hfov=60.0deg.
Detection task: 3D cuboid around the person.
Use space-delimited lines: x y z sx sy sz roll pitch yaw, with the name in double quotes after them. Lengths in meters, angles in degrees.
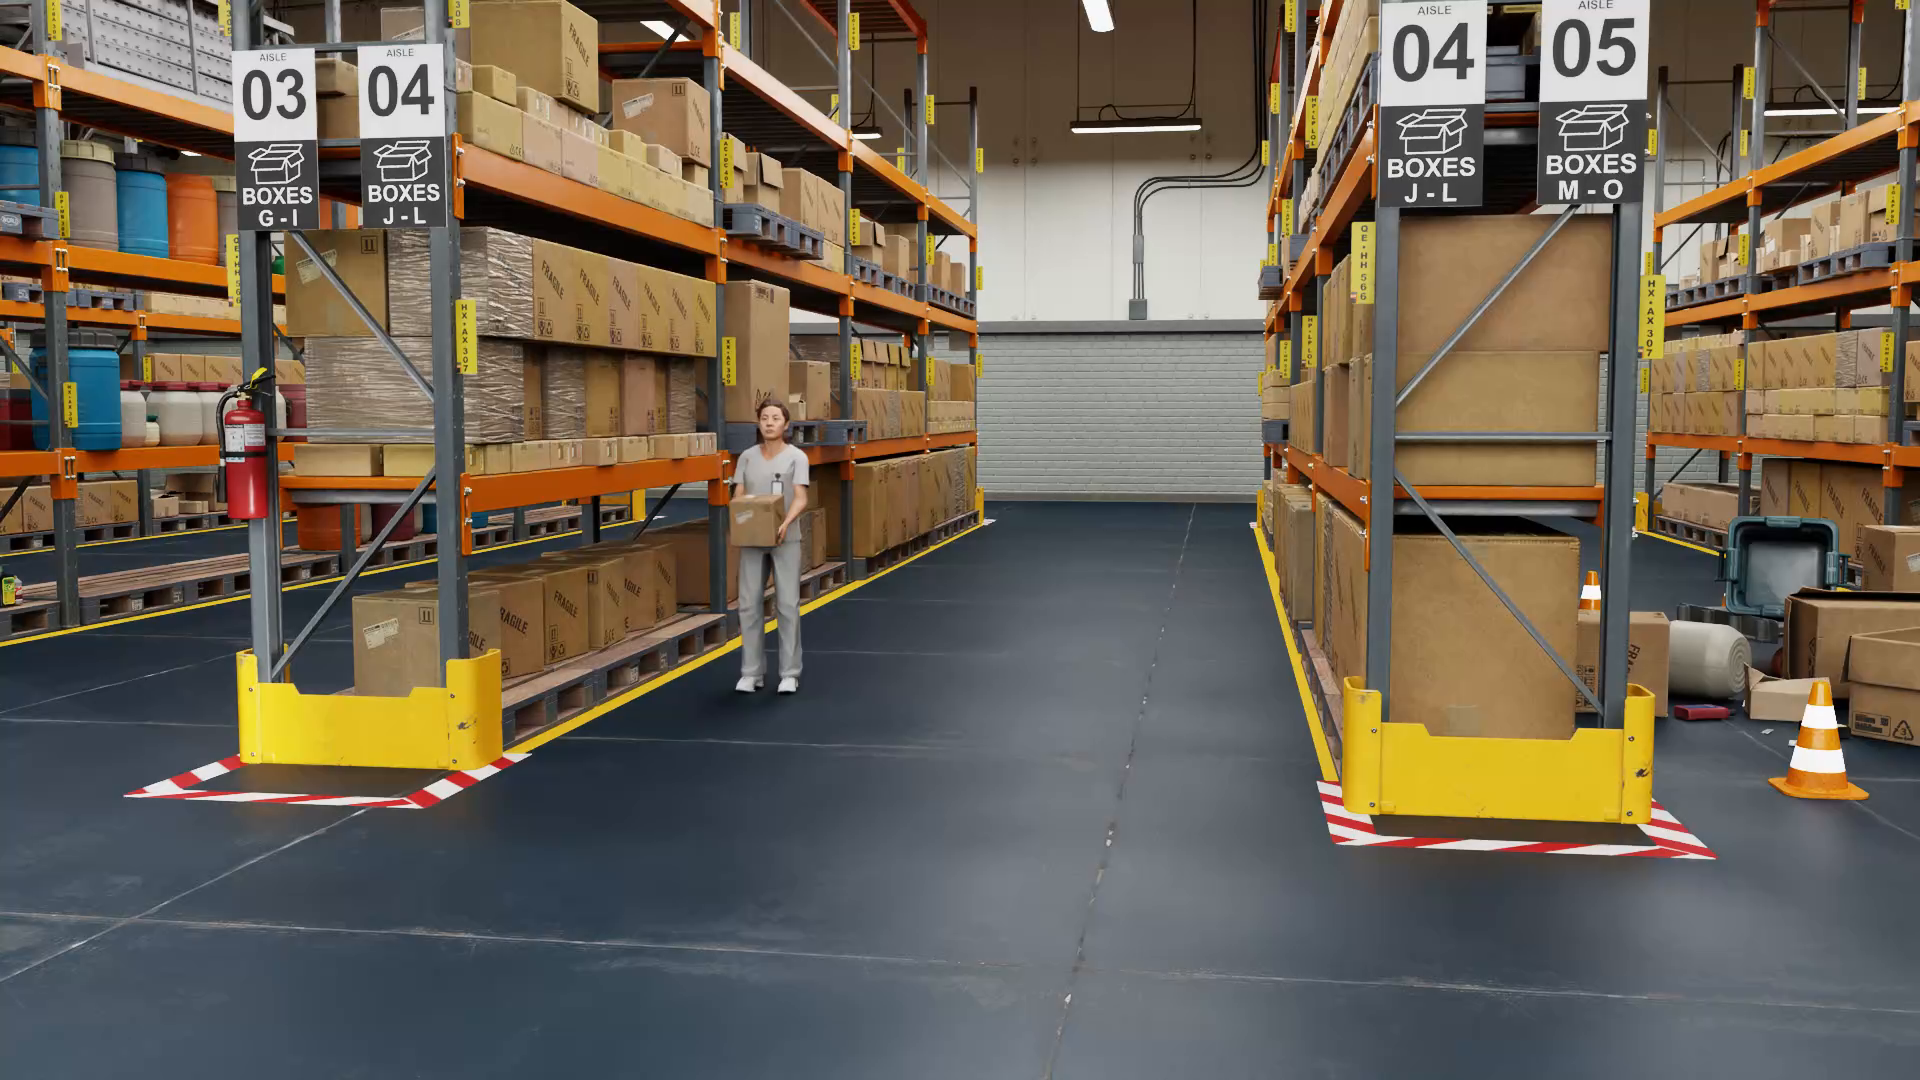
-1.090 0.035 9.460 0.454 1.667 0.533 1 5 8 "person"
